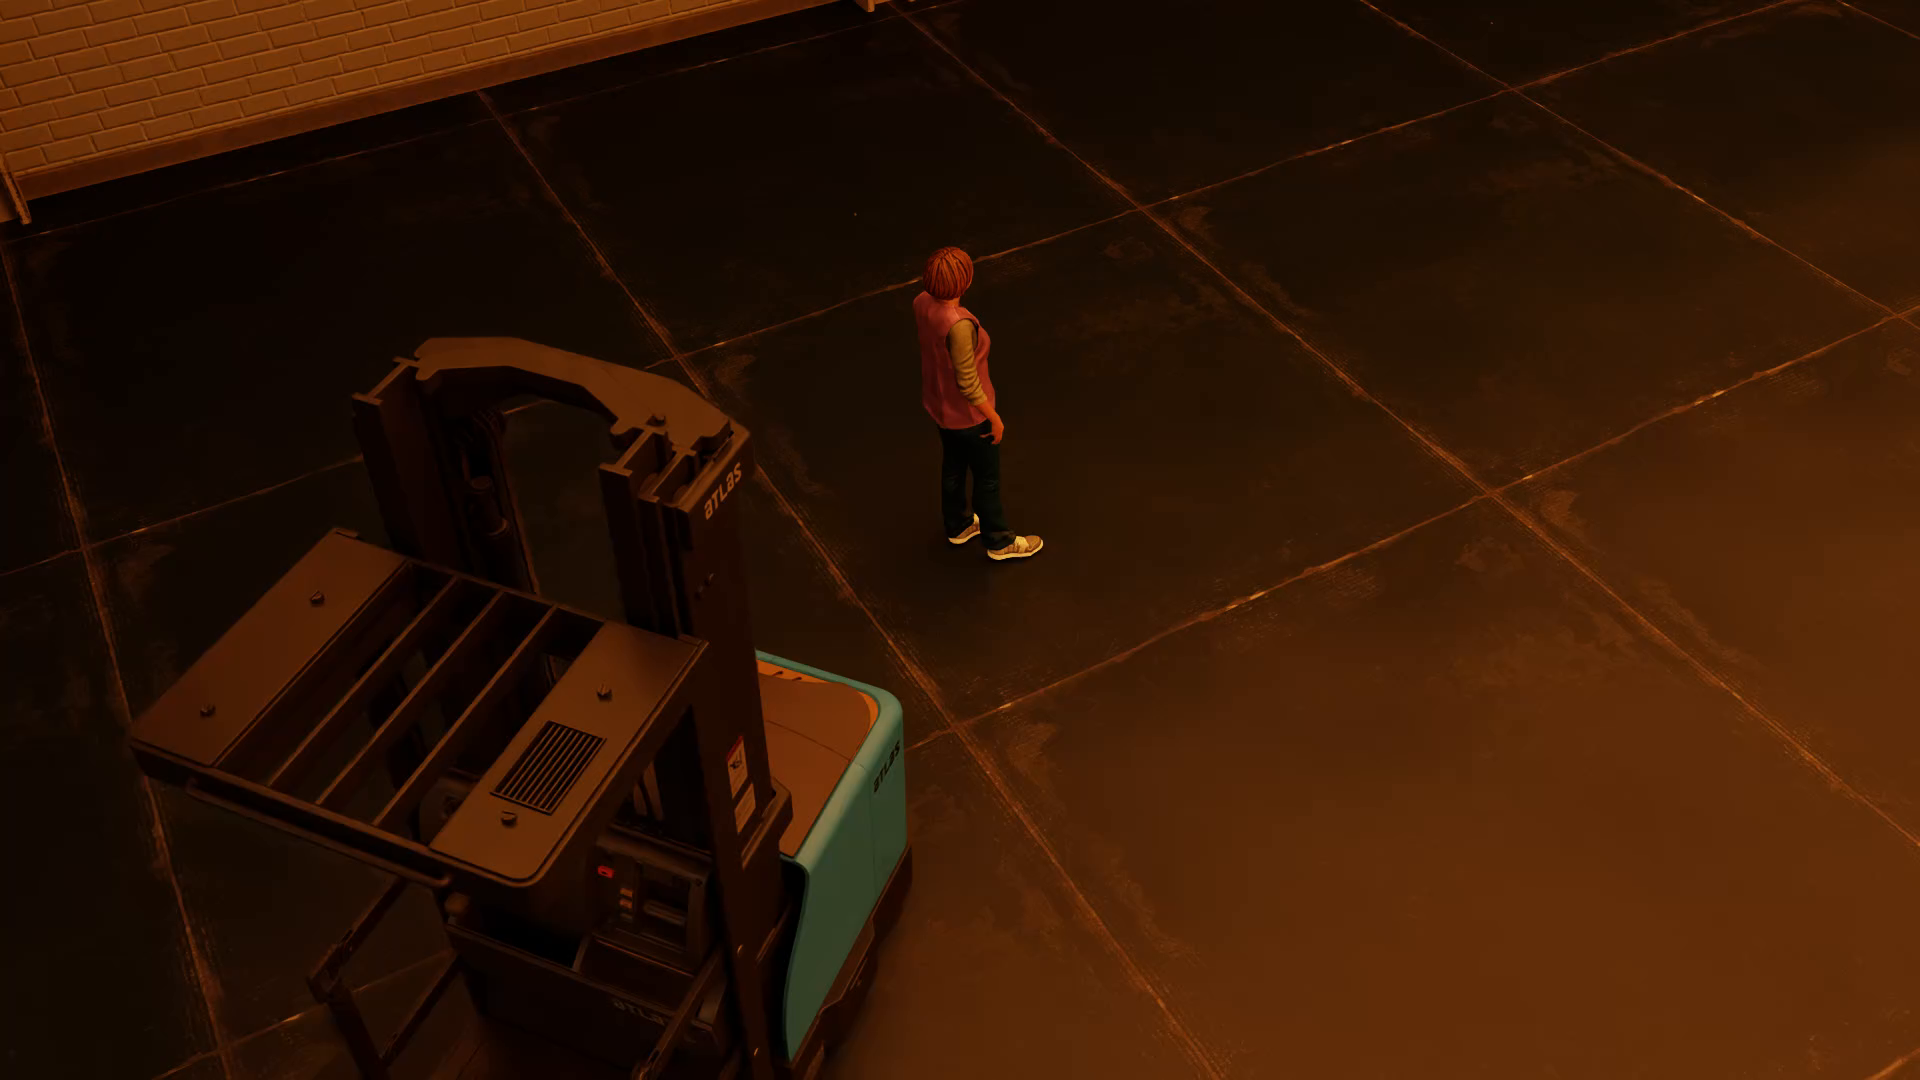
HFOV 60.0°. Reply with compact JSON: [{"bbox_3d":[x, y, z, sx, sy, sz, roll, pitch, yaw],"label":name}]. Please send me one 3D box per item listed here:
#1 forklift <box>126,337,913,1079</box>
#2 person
[{"bbox_3d":[-1.209,1.046,4.569,1.130,2.935,3.031,16,45,16],"label":"forklift"},{"bbox_3d":[0.071,-0.606,7.324,0.475,1.593,0.520,-21,47,-21],"label":"person"}]
